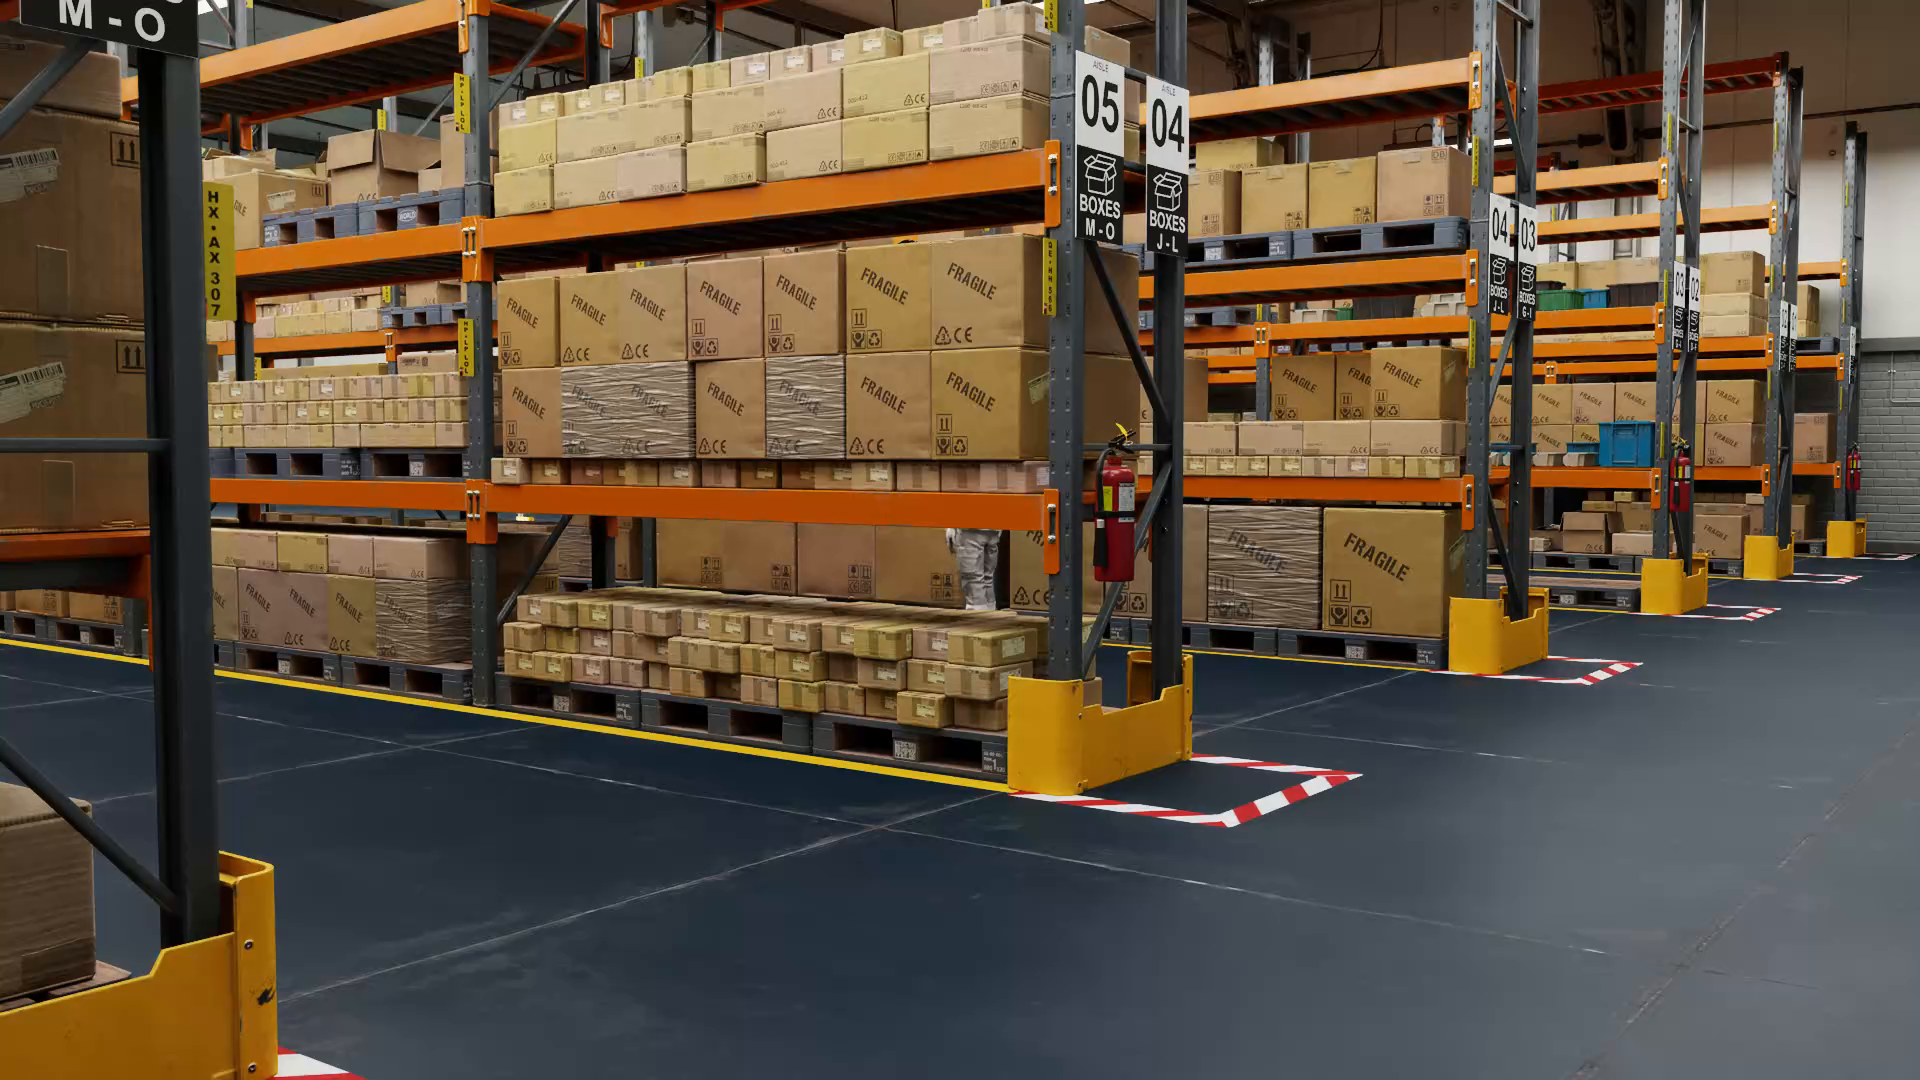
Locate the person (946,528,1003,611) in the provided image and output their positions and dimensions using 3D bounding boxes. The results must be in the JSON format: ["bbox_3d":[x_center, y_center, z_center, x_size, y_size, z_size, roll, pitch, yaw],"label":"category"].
[{"bbox_3d":[0.076,-0.077,12.359,0.562,1.790,0.637,2,4,36],"label":"person"}]
